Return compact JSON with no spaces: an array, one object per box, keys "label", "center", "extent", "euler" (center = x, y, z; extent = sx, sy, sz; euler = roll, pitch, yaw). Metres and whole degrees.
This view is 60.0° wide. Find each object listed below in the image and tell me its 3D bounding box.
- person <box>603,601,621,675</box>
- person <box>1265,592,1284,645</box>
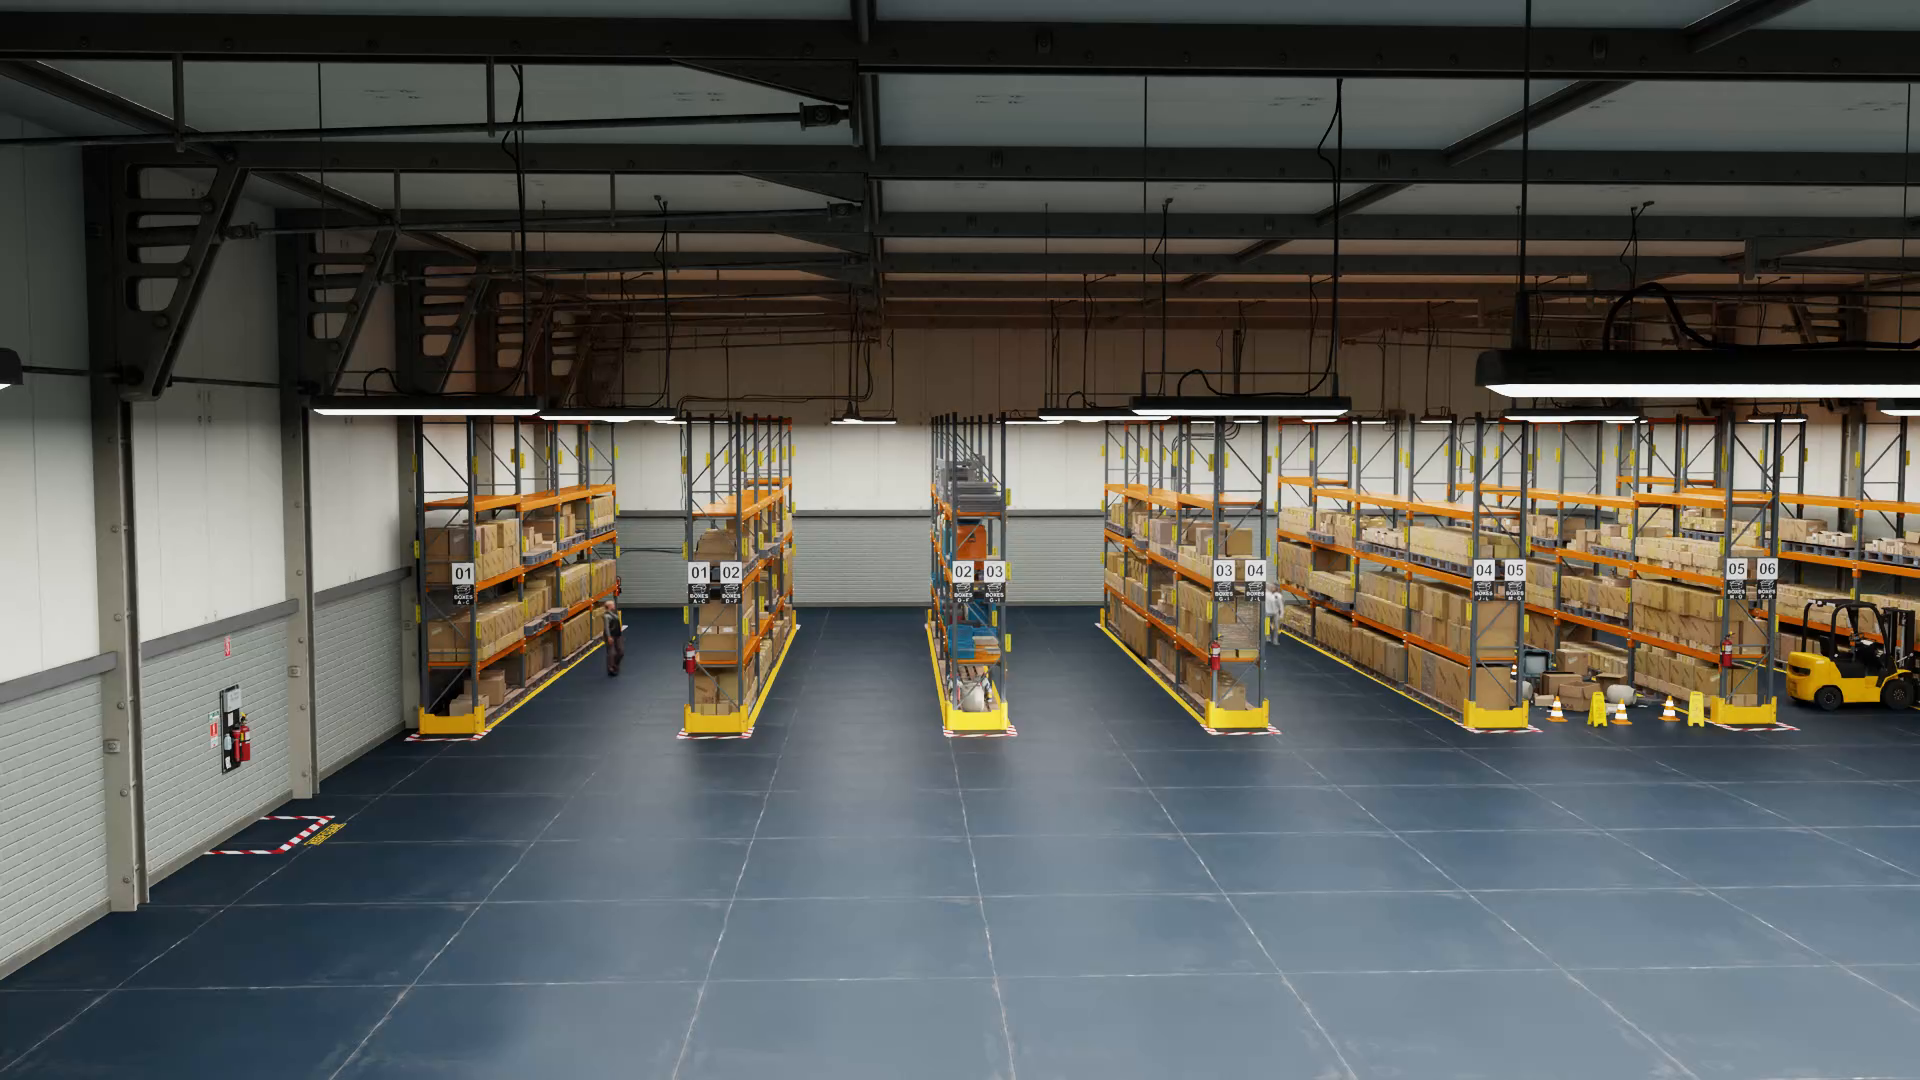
[{"label":"person","center":[-8.033,2.265,38.448],"extent":[0.421,1.731,0.586],"euler":[2,4,25]},{"label":"person","center":[8.229,2.049,43.713],"extent":[0.573,1.395,0.963],"euler":[0,4,5]}]
